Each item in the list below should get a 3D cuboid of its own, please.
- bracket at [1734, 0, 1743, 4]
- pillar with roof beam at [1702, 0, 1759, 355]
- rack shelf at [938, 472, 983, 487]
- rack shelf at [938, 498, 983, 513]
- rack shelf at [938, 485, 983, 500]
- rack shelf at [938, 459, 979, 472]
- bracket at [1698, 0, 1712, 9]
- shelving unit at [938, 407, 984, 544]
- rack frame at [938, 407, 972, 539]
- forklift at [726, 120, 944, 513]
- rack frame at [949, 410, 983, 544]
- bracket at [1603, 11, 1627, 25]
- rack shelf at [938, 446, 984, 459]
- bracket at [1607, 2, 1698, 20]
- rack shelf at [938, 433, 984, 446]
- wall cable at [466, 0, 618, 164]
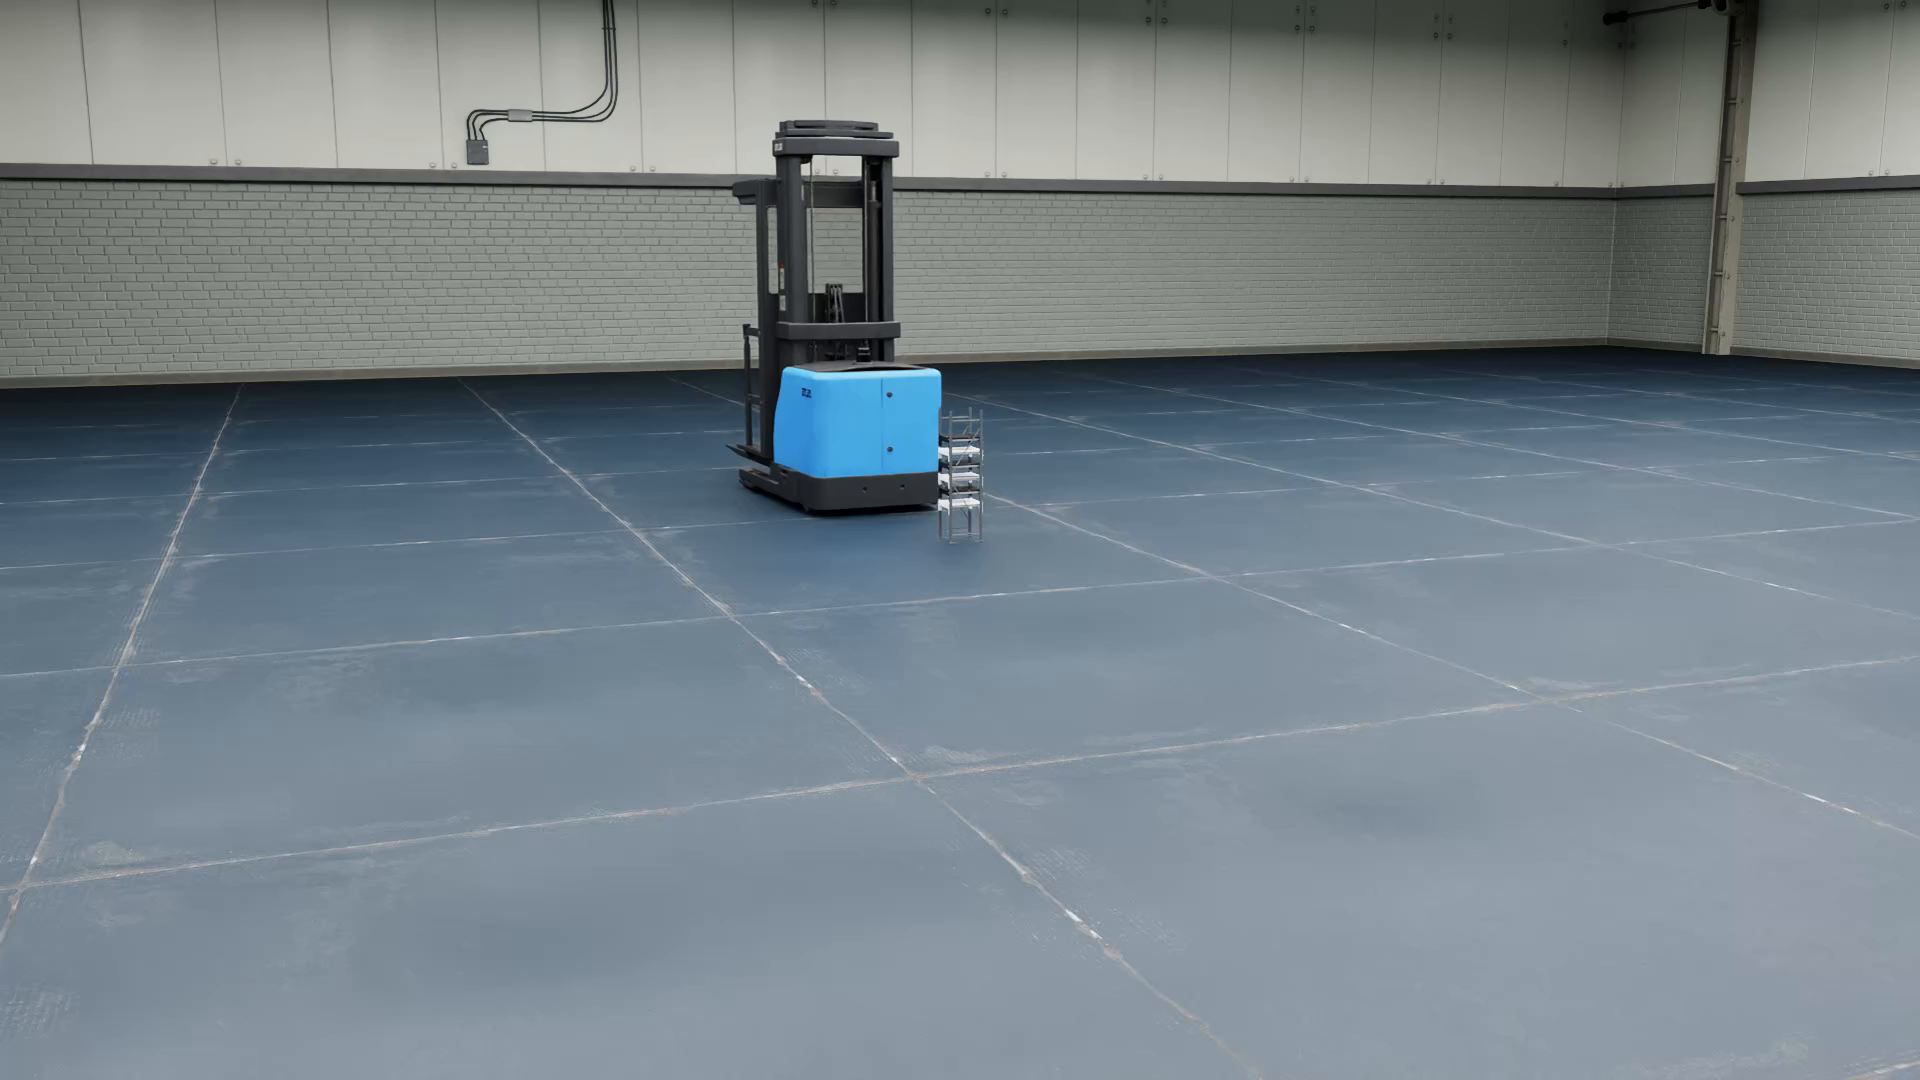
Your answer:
[{"bbox_3d":[13.807,-9.552,29.145,0.235,0.232,0.430,-4,11,-21],"label":"bracket"},{"bbox_3d":[9.975,-7.597,28.432,9.100,9.000,0.548,-4,11,-21],"label":"pillar with roof beam"},{"bbox_3d":[0.003,-0.409,11.340,0.258,0.077,0.200,-4,11,-21],"label":"rack shelf"},{"bbox_3d":[0.003,-0.232,11.371,0.258,0.077,0.200,-4,11,-21],"label":"rack shelf"},{"bbox_3d":[0.003,-0.320,11.355,0.258,0.077,0.200,-4,11,-21],"label":"rack shelf"},{"bbox_3d":[0.003,-0.498,11.324,0.258,0.077,0.200,-4,11,-21],"label":"rack shelf"},{"bbox_3d":[13.506,-9.687,29.907,0.235,0.232,0.430,-4,11,-21],"label":"bracket"},{"bbox_3d":[0.003,-0.442,11.334,0.258,0.900,0.210,-4,11,-21],"label":"shelving unit"},{"bbox_3d":[-0.034,-0.458,11.427,0.240,0.900,0.006,-4,11,-21],"label":"rack frame"},{"bbox_3d":[-1.184,-1.864,13.531,1.130,2.935,3.031,-4,11,-24],"label":"forklift"},{"bbox_3d":[0.040,-0.425,11.241,0.240,0.900,0.006,-4,11,-21],"label":"rack frame"},{"bbox_3d":[12.647,-10.074,32.082,0.235,0.232,0.430,-4,11,-21],"label":"bracket"},{"bbox_3d":[0.003,-0.586,11.308,0.258,0.077,0.200,-4,11,-21],"label":"rack shelf"},{"bbox_3d":[12.861,-9.978,31.540,0.076,0.066,3.189,-4,11,-21],"label":"bracket"},{"bbox_3d":[0.003,-0.675,11.292,0.258,0.077,0.200,-4,11,-21],"label":"rack shelf"},{"bbox_3d":[-6.353,-8.710,24.979,2.305,6.003,0.169,-4,11,-21],"label":"wall cable"}]
